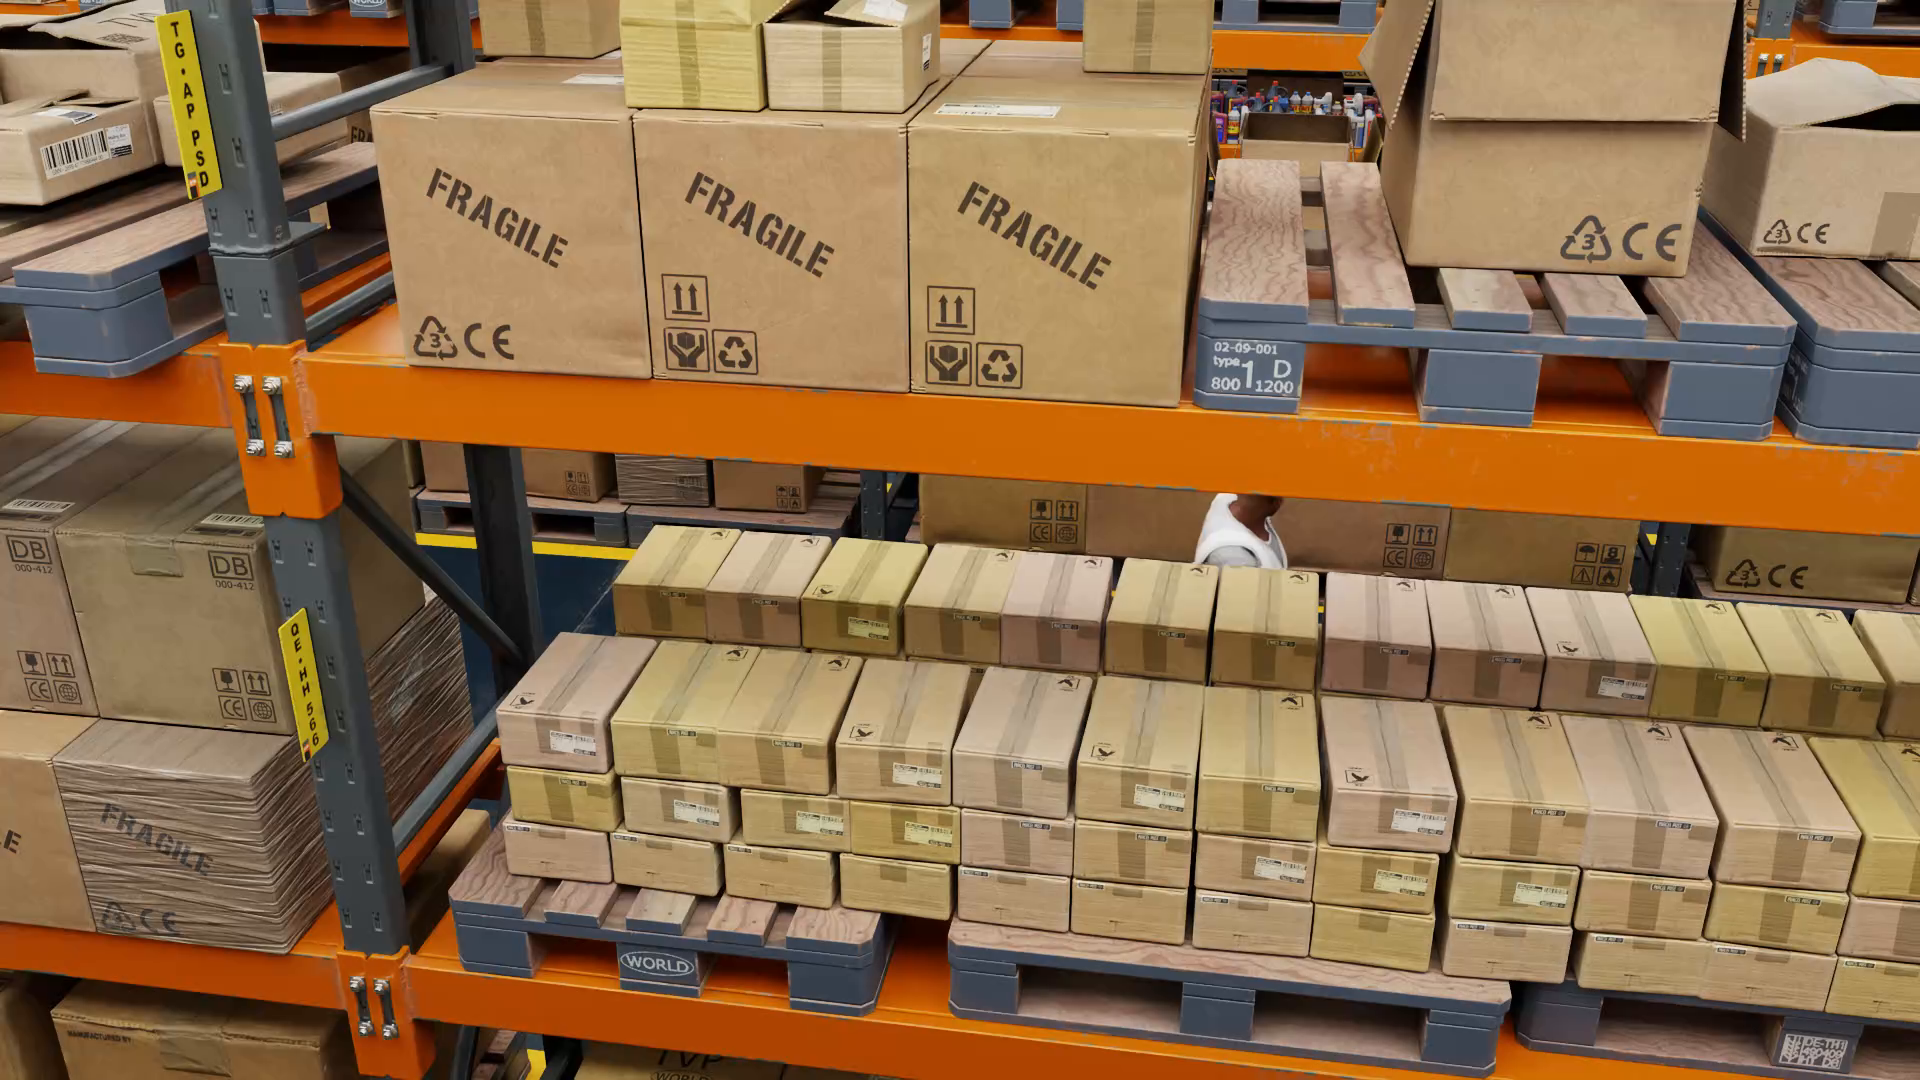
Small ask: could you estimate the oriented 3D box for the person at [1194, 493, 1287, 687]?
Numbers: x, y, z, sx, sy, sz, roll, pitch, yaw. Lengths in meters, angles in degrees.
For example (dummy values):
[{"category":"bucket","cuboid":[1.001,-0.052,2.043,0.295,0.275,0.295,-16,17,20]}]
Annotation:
[{"category":"person","cuboid":[1.055,0.454,6.072,0.758,1.752,0.672,10,26,20]}]
